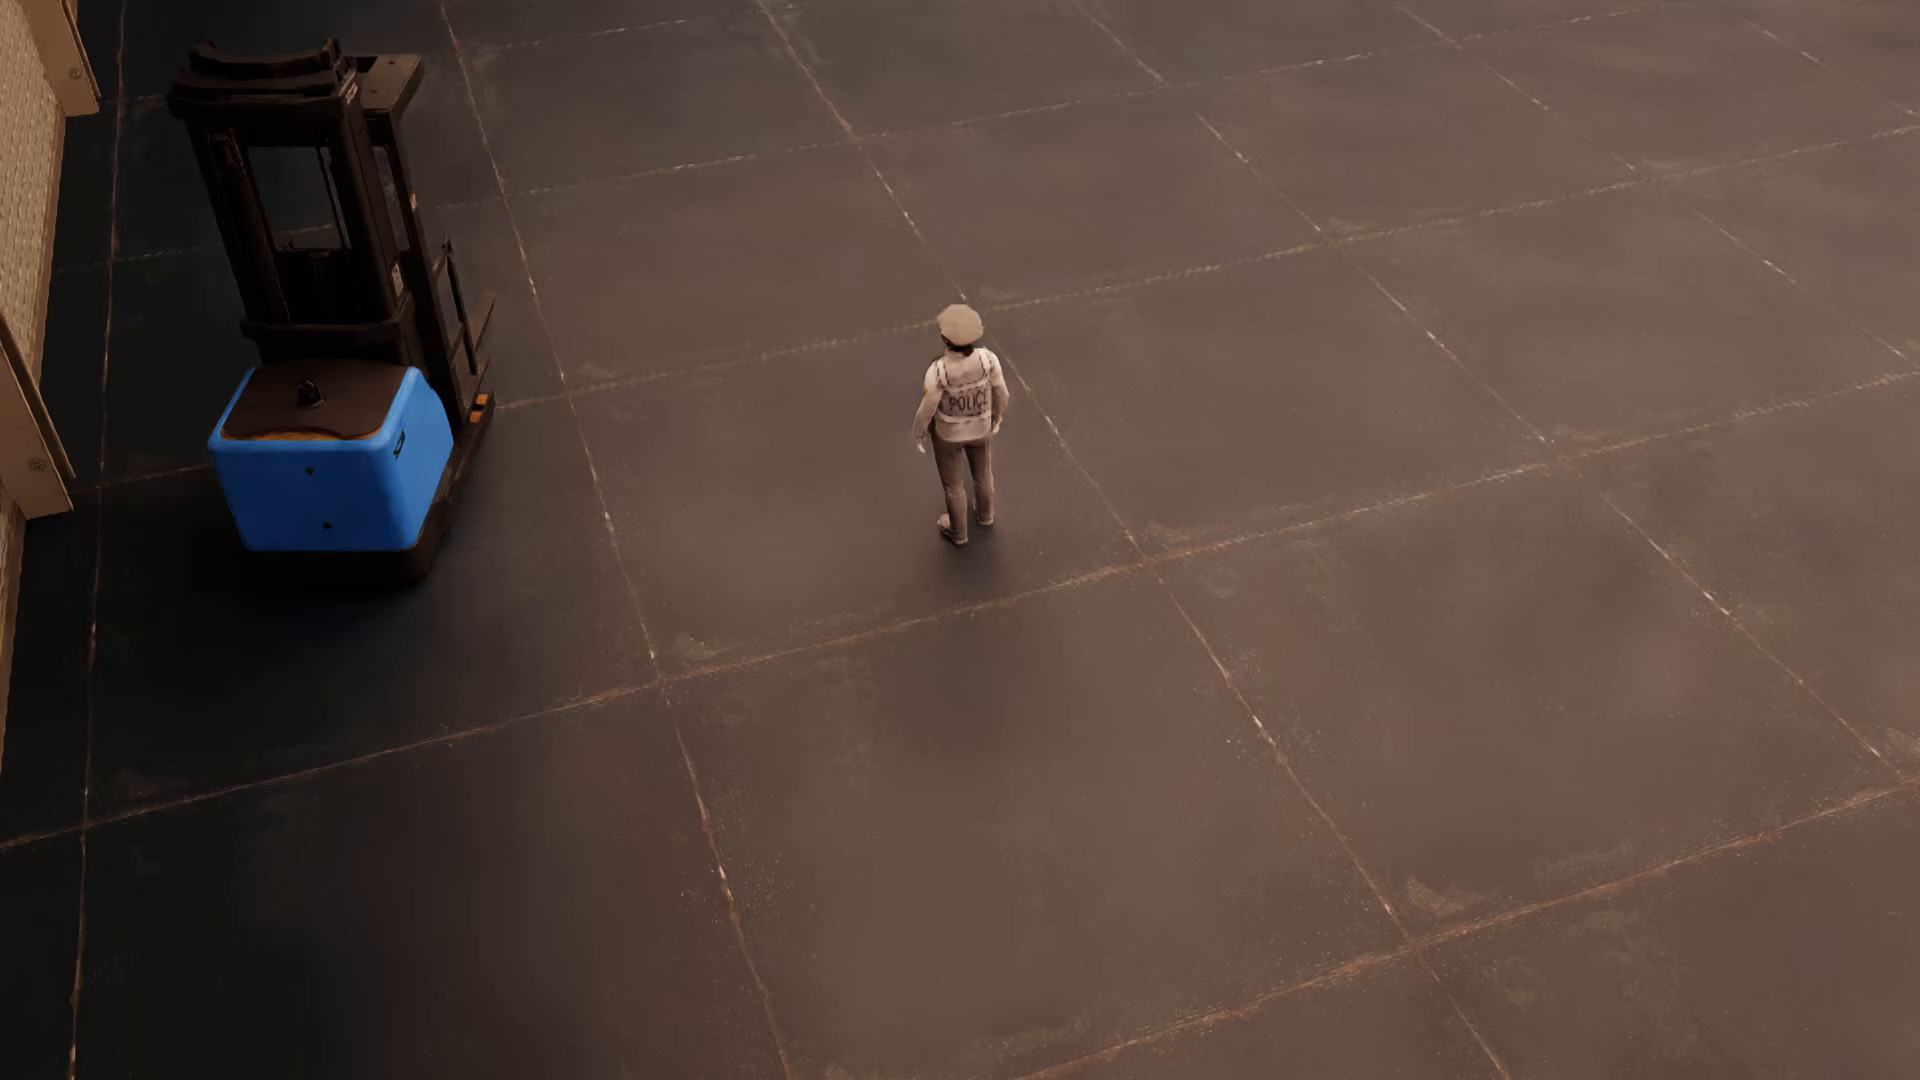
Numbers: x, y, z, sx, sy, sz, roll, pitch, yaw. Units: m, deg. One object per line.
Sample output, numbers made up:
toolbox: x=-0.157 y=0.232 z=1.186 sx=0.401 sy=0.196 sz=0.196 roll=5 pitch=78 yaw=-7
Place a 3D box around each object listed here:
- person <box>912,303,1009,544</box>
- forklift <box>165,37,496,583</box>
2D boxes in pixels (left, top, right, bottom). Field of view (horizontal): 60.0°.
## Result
person: x=-0.016 y=-0.697 z=9.777 sx=0.586 sy=1.695 sz=0.532 roll=-13 pitch=42 yaw=-15
forklift: x=-3.713 y=-1.789 z=10.127 sx=1.130 sy=2.935 sz=3.031 roll=0 pitch=40 yaw=0
